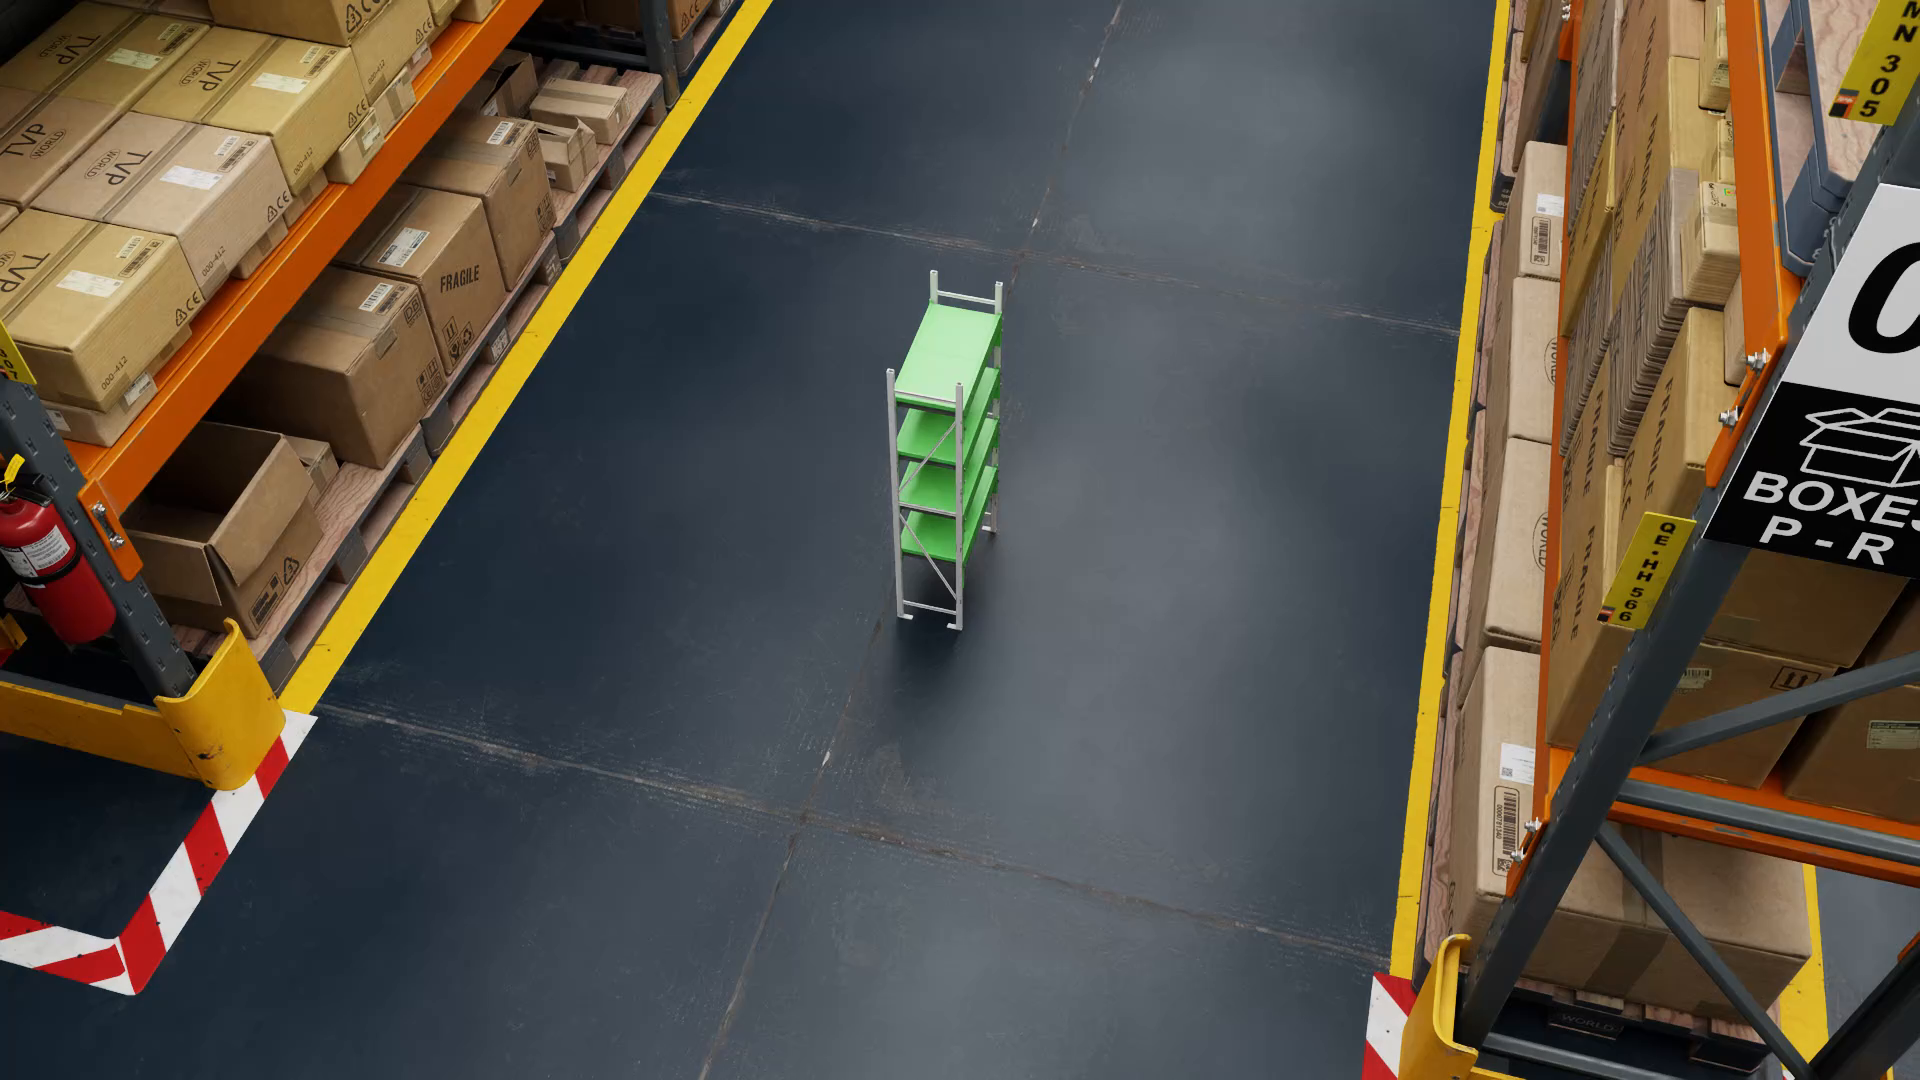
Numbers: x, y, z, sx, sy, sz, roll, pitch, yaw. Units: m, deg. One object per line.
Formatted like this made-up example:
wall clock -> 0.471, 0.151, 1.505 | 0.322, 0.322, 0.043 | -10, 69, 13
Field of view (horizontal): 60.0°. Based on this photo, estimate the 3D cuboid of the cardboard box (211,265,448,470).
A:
cardboard box -> -2.409, -0.680, 6.236 | 0.700, 0.500, 0.500 | 13, 50, 12

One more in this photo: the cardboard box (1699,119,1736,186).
cardboard box -> 1.903, -0.800, 3.789 | 0.380, 0.149, 0.250 | 13, 50, 11

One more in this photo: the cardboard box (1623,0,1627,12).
cardboard box -> 2.421, -1.953, 5.239 | 0.500, 0.500, 0.500 | 11, 49, 10

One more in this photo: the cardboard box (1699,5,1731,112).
cardboard box -> 2.050, -1.168, 4.114 | 0.380, 0.149, 0.250 | 13, 50, 11

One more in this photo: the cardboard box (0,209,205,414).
cardboard box -> -2.545, -0.657, 4.731 | 0.500, 0.250, 0.500 | 12, 50, 10

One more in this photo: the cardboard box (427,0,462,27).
cardboard box -> -2.031, -2.136, 6.036 | 0.500, 0.250, 0.500 | 11, 50, 10

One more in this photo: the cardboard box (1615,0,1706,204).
cardboard box -> 2.140, -1.220, 4.593 | 0.500, 0.500, 0.500 | 11, 50, 10

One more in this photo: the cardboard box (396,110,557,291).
cardboard box -> -2.136, -1.430, 6.899 | 0.700, 0.500, 0.500 | 10, 49, 9

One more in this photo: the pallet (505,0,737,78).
pallet -> -1.694, -2.900, 8.668 | 1.003, 0.211, 1.213 | 12, 50, 10

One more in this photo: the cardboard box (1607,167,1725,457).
cardboard box -> 1.872, -0.500, 3.957 | 0.500, 0.500, 0.500 | 12, 50, 10

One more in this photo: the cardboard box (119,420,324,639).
cardboard box -> -2.672, -0.070, 5.696 | 0.797, 0.503, 0.637 | 10, 49, 9

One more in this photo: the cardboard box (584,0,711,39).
cardboard box -> -1.527, -2.844, 8.146 | 0.500, 0.500, 0.500 | 14, 50, 12

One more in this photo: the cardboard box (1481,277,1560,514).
cardboard box -> 2.415, -0.460, 6.084 | 0.875, 0.438, 0.875 | 10, 49, 9

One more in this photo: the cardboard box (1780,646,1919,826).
cardboard box -> 2.269, 0.320, 3.900 | 0.500, 0.500, 0.500 | 11, 50, 10

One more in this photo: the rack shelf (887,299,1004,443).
rack shelf -> -0.044, -0.553, 5.382 | 0.258, 0.148, 0.480 | 12, 50, 10

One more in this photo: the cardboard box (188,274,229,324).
cardboard box -> -2.515, -0.824, 5.144 | 0.380, 0.149, 0.250 | 11, 49, 10

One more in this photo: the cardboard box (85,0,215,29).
cardboard box -> -2.649, -1.875, 5.806 | 0.500, 0.250, 0.500 | 11, 50, 10

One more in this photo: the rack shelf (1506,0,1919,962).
rack shelf -> 2.392, -0.565, 5.228 | 1.077, 0.370, 4.000 | 12, 50, 10

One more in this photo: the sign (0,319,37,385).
sign -> -2.400, -0.513, 4.125 | 0.100, 0.325, 0.005 | 12, 50, 10

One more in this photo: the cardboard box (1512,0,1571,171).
cardboard box -> 3.004, -2.150, 7.284 | 0.875, 0.875, 0.875 | 13, 50, 11

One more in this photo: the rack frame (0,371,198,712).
rack frame -> -2.924, -0.333, 4.544 | 1.000, 3.000, 0.127 | 12, 50, 10

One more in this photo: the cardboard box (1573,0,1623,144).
cardboard box -> 2.406, -1.632, 5.623 | 0.500, 0.500, 0.500 | 12, 50, 10

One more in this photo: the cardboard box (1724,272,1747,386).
cardboard box -> 1.811, -0.423, 3.456 | 0.380, 0.149, 0.250 | 12, 50, 11

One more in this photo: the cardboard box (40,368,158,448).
cardboard box -> -2.573, -0.434, 4.800 | 0.380, 0.149, 0.250 | 11, 50, 10

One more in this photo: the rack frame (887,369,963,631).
rack frame -> -0.108, -0.101, 5.539 | 0.240, 1.200, 0.015 | 12, 50, 10

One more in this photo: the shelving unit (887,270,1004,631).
shelving unit -> -0.044, -0.277, 5.694 | 0.258, 1.200, 0.503 | 12, 50, 10

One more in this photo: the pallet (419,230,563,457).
pallet -> -2.372, -0.922, 6.923 | 1.003, 0.211, 1.213 | 12, 50, 10

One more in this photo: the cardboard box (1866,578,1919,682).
cardboard box -> 2.267, -0.011, 3.526 | 0.500, 0.500, 0.500 | 11, 49, 9

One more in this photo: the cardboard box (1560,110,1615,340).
cardboard box -> 2.133, -0.901, 4.978 | 0.500, 0.500, 0.500 | 13, 50, 11

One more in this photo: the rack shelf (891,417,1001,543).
rack shelf -> -0.044, -0.235, 5.742 | 0.258, 0.148, 0.480 | 12, 50, 10

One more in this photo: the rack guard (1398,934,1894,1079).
rack guard -> 1.859, 1.488, 4.603 | 1.175, 0.500, 0.348 | 12, 50, 10

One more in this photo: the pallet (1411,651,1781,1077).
pallet -> 2.001, 0.972, 5.251 | 1.003, 0.211, 1.213 | 12, 50, 10

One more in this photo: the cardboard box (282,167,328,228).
cardboard box -> -2.325, -1.188, 5.465 | 0.380, 0.149, 0.250 | 12, 50, 11

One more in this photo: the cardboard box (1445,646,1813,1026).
cardboard box -> 1.943, 0.855, 4.923 | 0.875, 0.438, 0.875 | 10, 49, 9

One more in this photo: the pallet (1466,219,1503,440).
pallet -> 2.643, -0.792, 6.809 | 1.003, 0.211, 1.213 | 12, 50, 10

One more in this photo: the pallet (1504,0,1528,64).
pallet -> 3.368, -2.785, 8.567 | 1.003, 0.211, 1.213 | 12, 50, 10

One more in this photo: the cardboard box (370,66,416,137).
cardboard box -> -2.136, -1.550, 5.785 | 0.380, 0.149, 0.250 | 13, 50, 11

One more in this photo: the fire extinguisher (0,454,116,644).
fire extinguisher -> -2.517, 0.013, 4.538 | 0.296, 0.674, 0.183 | 12, 50, 10

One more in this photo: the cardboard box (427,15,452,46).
cardboard box -> -2.115, -1.938, 6.128 | 0.380, 0.149, 0.250 | 12, 50, 11

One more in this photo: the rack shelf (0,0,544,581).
rack shelf -> -2.398, -1.542, 6.090 | 1.077, 0.370, 4.000 | 12, 50, 10

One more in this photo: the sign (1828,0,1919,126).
sign -> 1.346, -0.733, 2.358 | 0.100, 0.325, 0.005 | 12, 50, 10

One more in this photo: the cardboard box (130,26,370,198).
cardboard box -> -2.282, -1.389, 5.377 | 0.500, 0.250, 0.500 | 11, 49, 9

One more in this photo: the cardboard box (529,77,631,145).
cardboard box -> -1.734, -1.961, 7.602 | 0.380, 0.149, 0.250 | 10, 49, 9

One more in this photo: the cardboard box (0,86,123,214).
cardboard box -> -2.922, -1.140, 5.157 | 0.500, 0.250, 0.500 | 12, 50, 10

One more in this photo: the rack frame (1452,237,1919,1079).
rack frame -> 1.866, 0.643, 3.681 | 1.000, 3.000, 0.127 | 12, 50, 10

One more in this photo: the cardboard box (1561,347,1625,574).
cardboard box -> 1.884, -0.151, 4.316 | 0.500, 0.500, 0.500 | 11, 49, 9
